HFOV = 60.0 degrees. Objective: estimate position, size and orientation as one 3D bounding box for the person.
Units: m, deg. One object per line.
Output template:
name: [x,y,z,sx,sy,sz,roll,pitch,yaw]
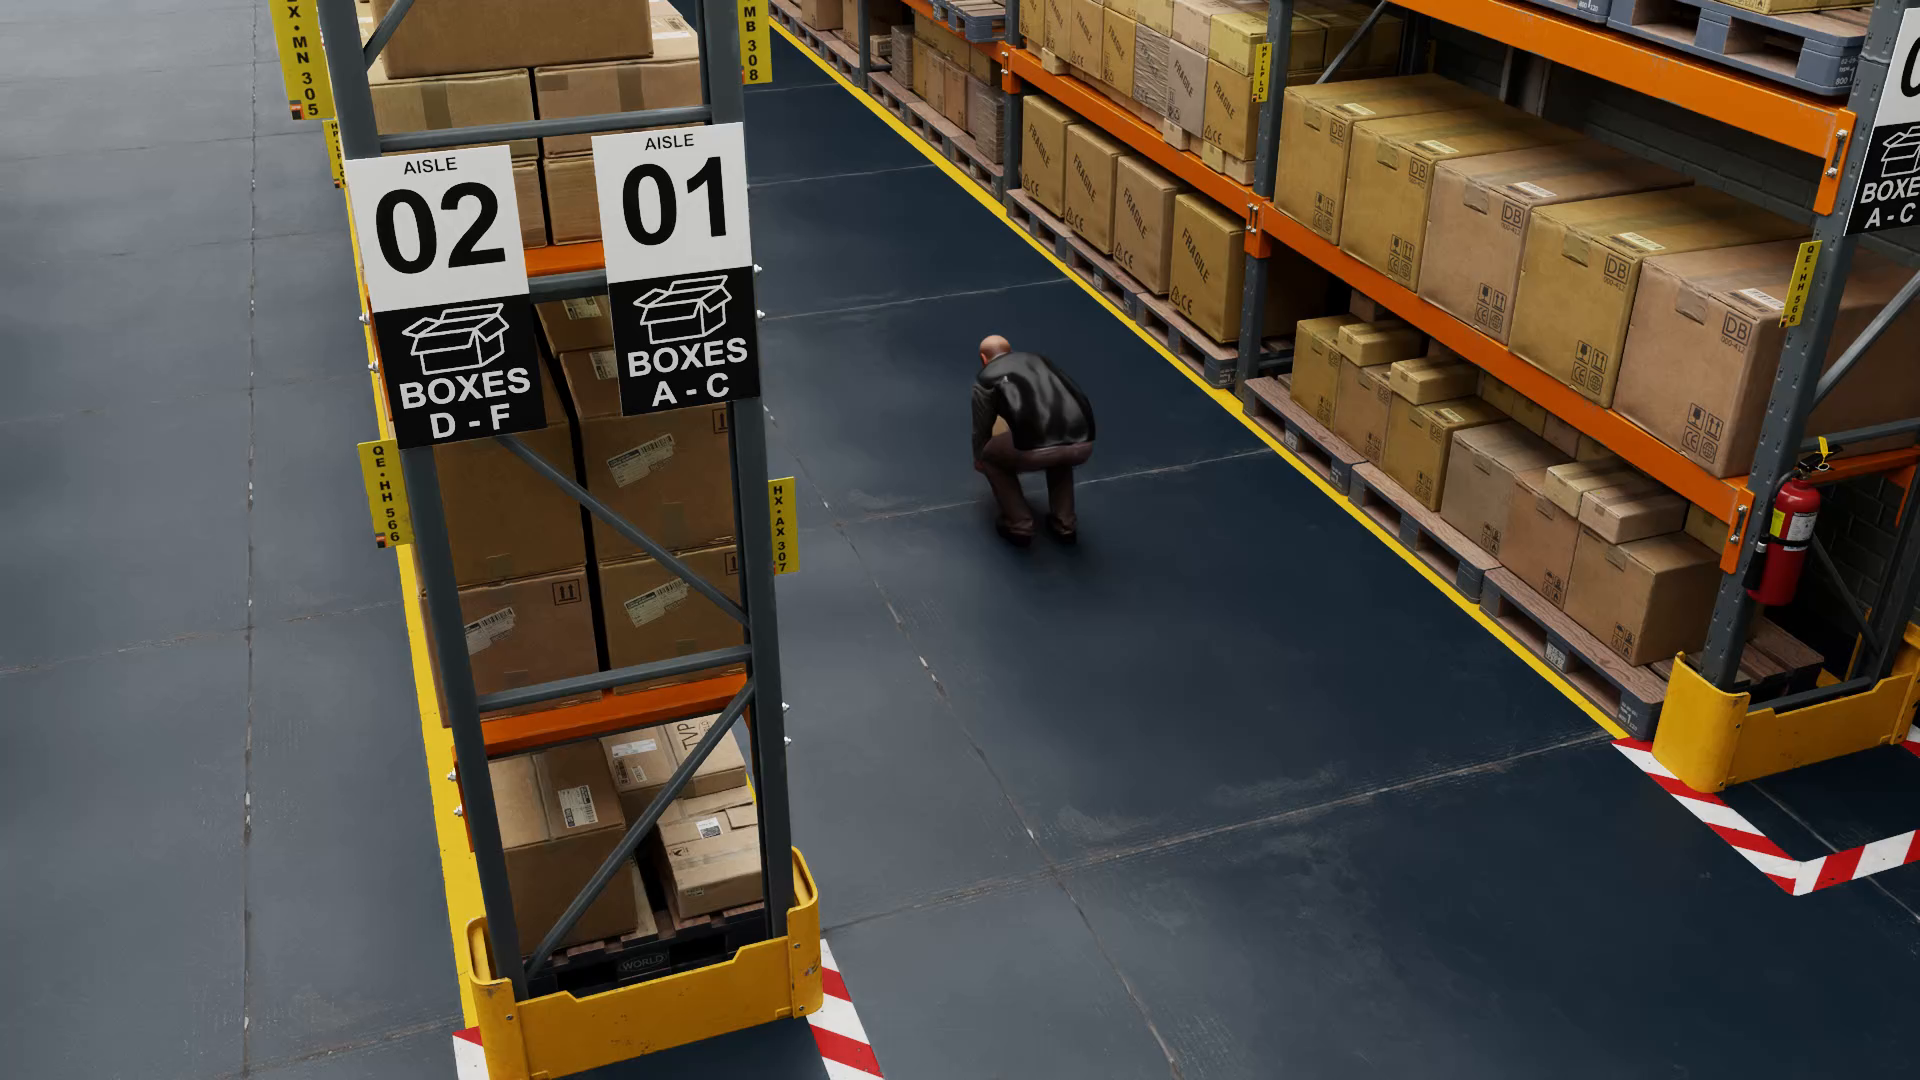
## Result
person: [0.355,-0.508,8.821,0.507,0.957,0.920,-12,32,-20]
